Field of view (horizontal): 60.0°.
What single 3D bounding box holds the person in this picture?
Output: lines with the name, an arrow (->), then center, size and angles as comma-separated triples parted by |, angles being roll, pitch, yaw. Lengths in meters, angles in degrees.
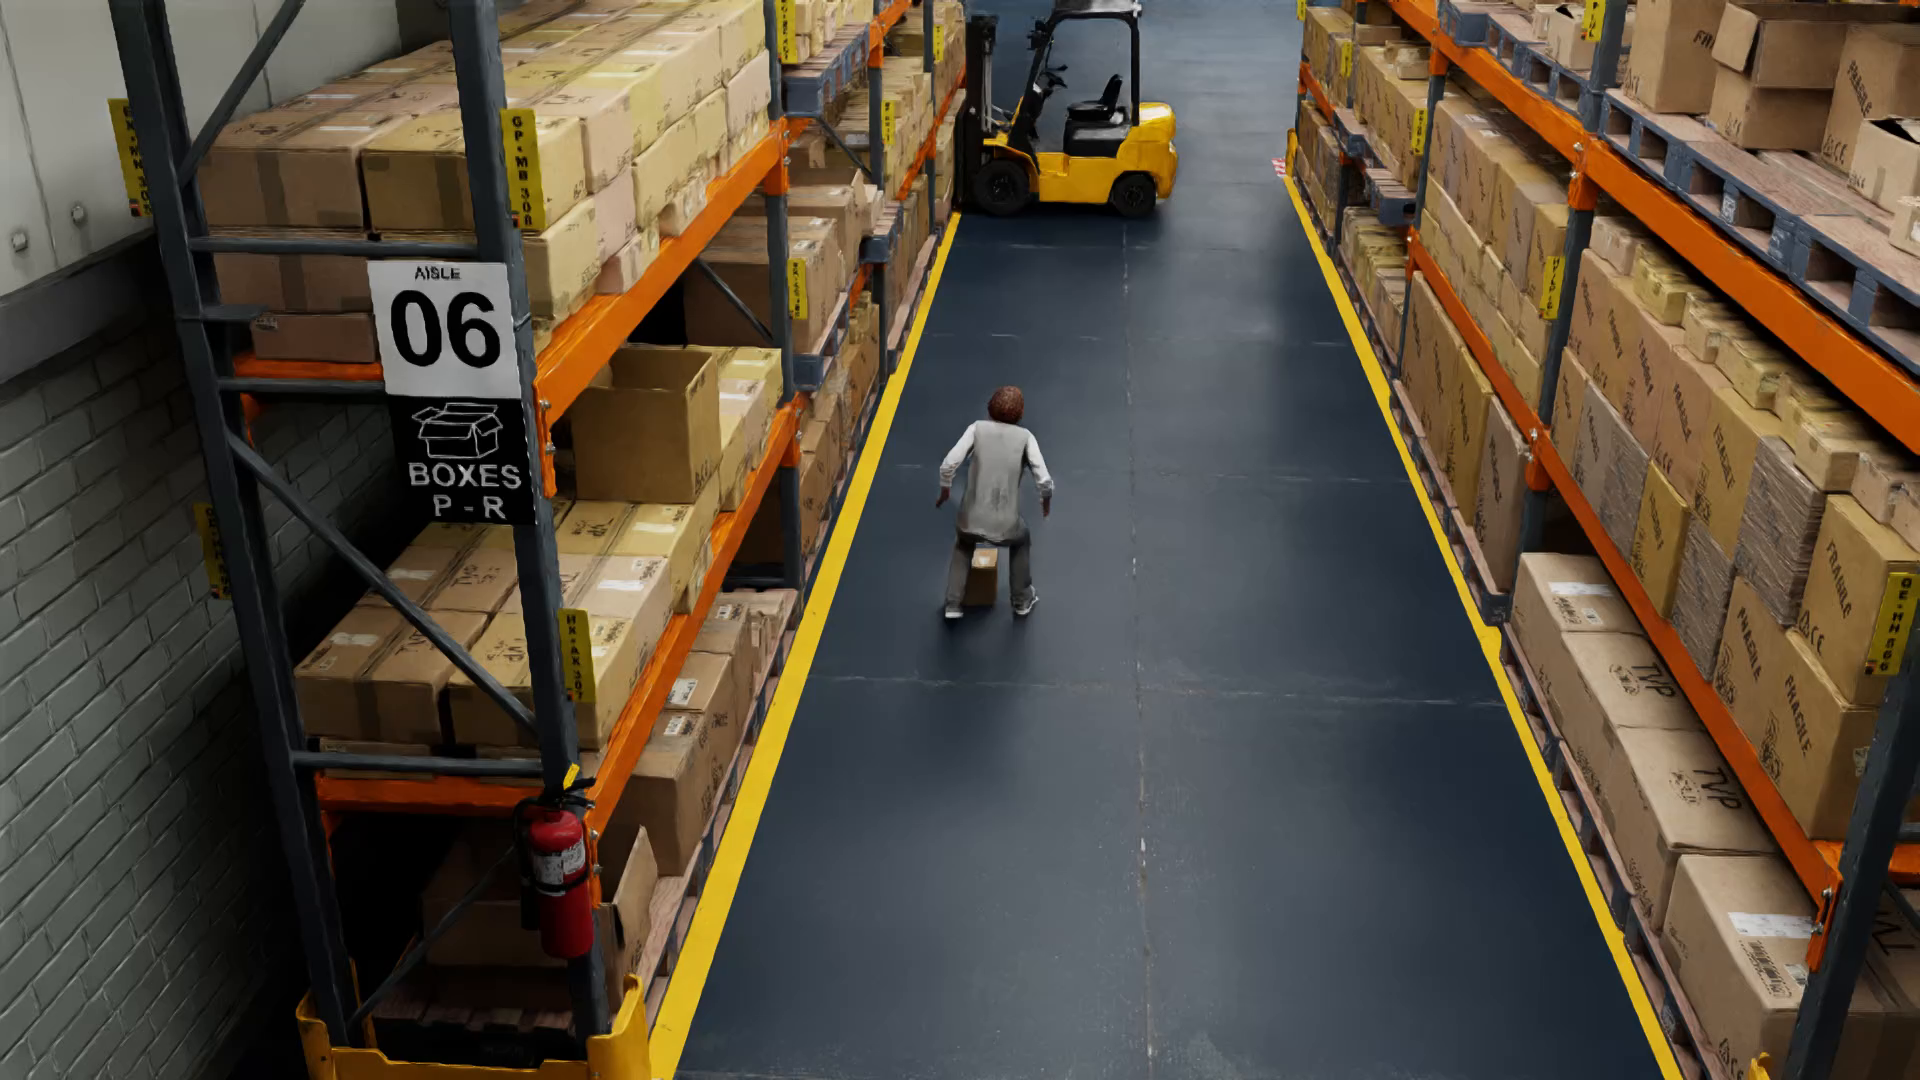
person -> 0.206, -0.169, 9.222 | 0.656, 1.419, 0.687 | 4, 25, 9
